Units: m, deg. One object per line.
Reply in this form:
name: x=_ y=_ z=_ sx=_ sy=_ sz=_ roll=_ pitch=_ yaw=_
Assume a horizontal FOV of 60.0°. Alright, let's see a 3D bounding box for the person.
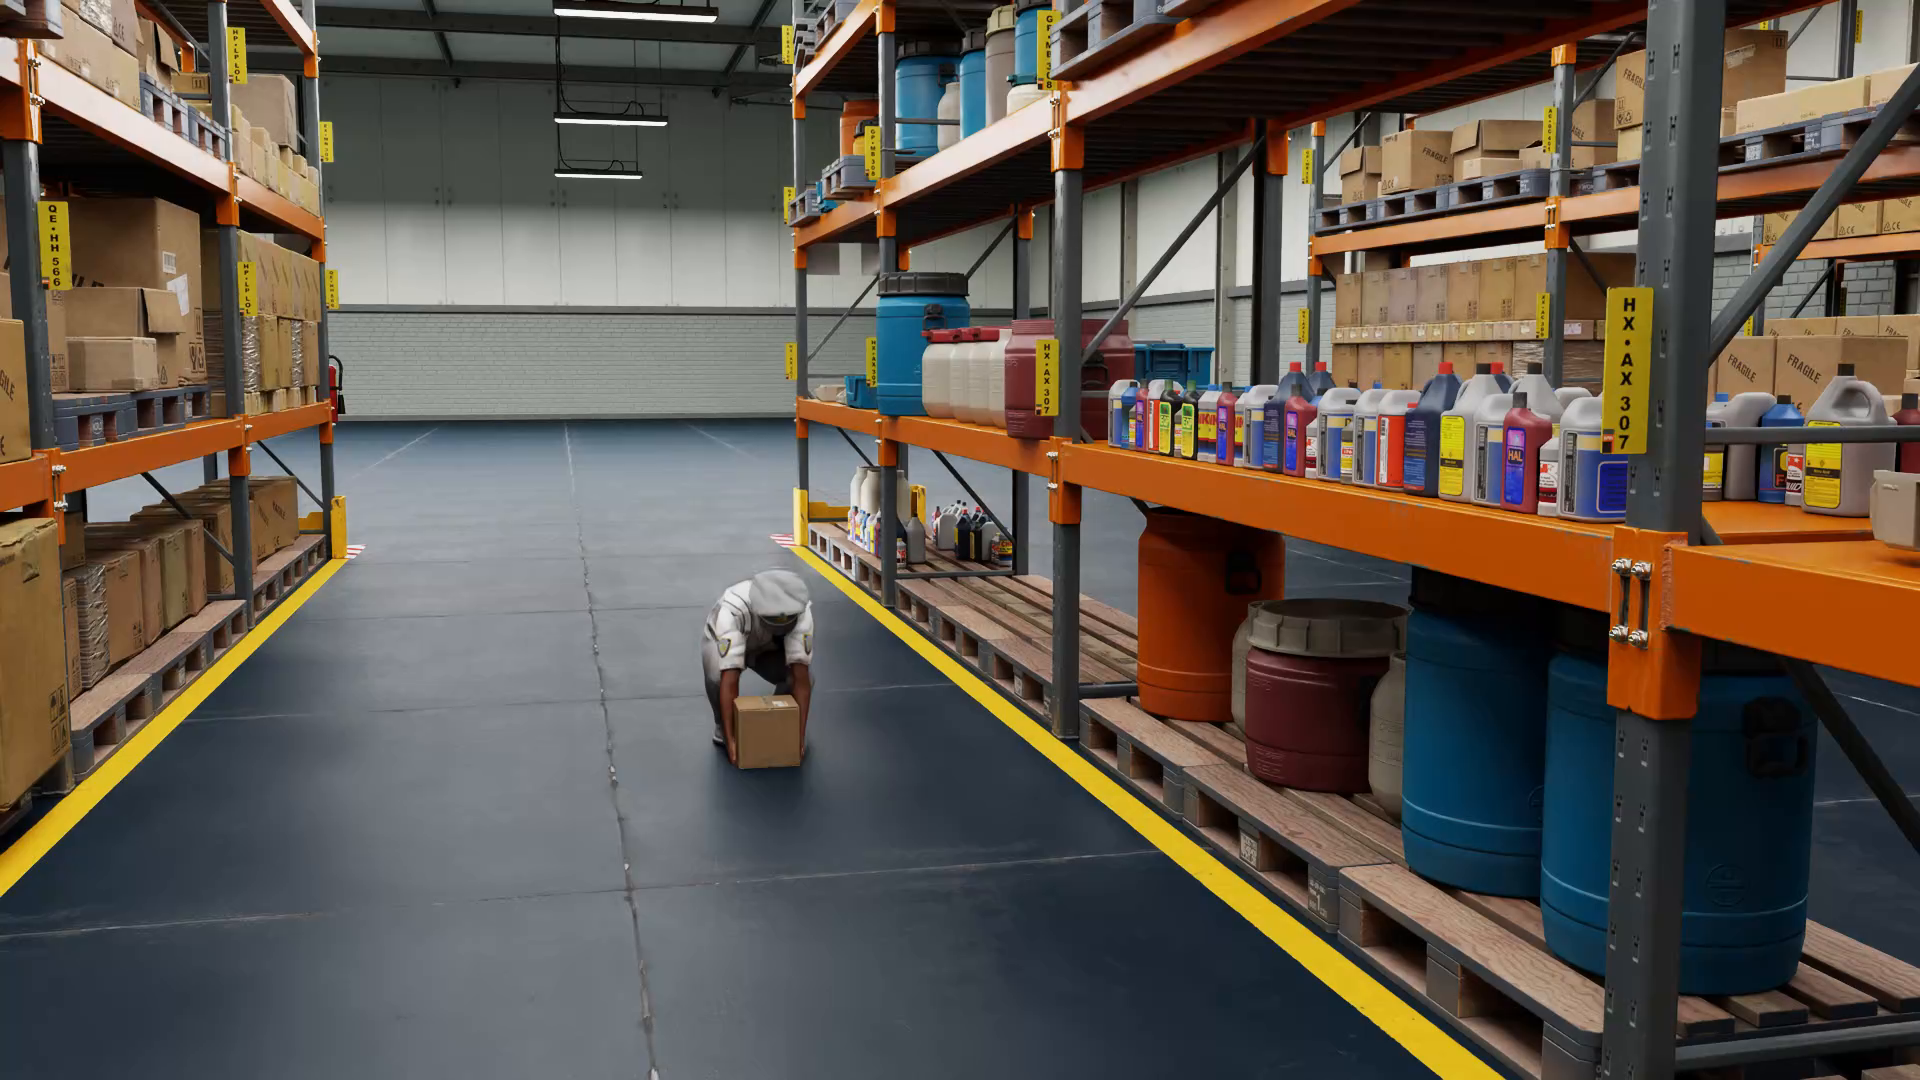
person: x=-0.872 y=0.518 z=7.180 sx=0.471 sy=0.846 sz=0.883 roll=-2 pitch=6 yaw=-14
